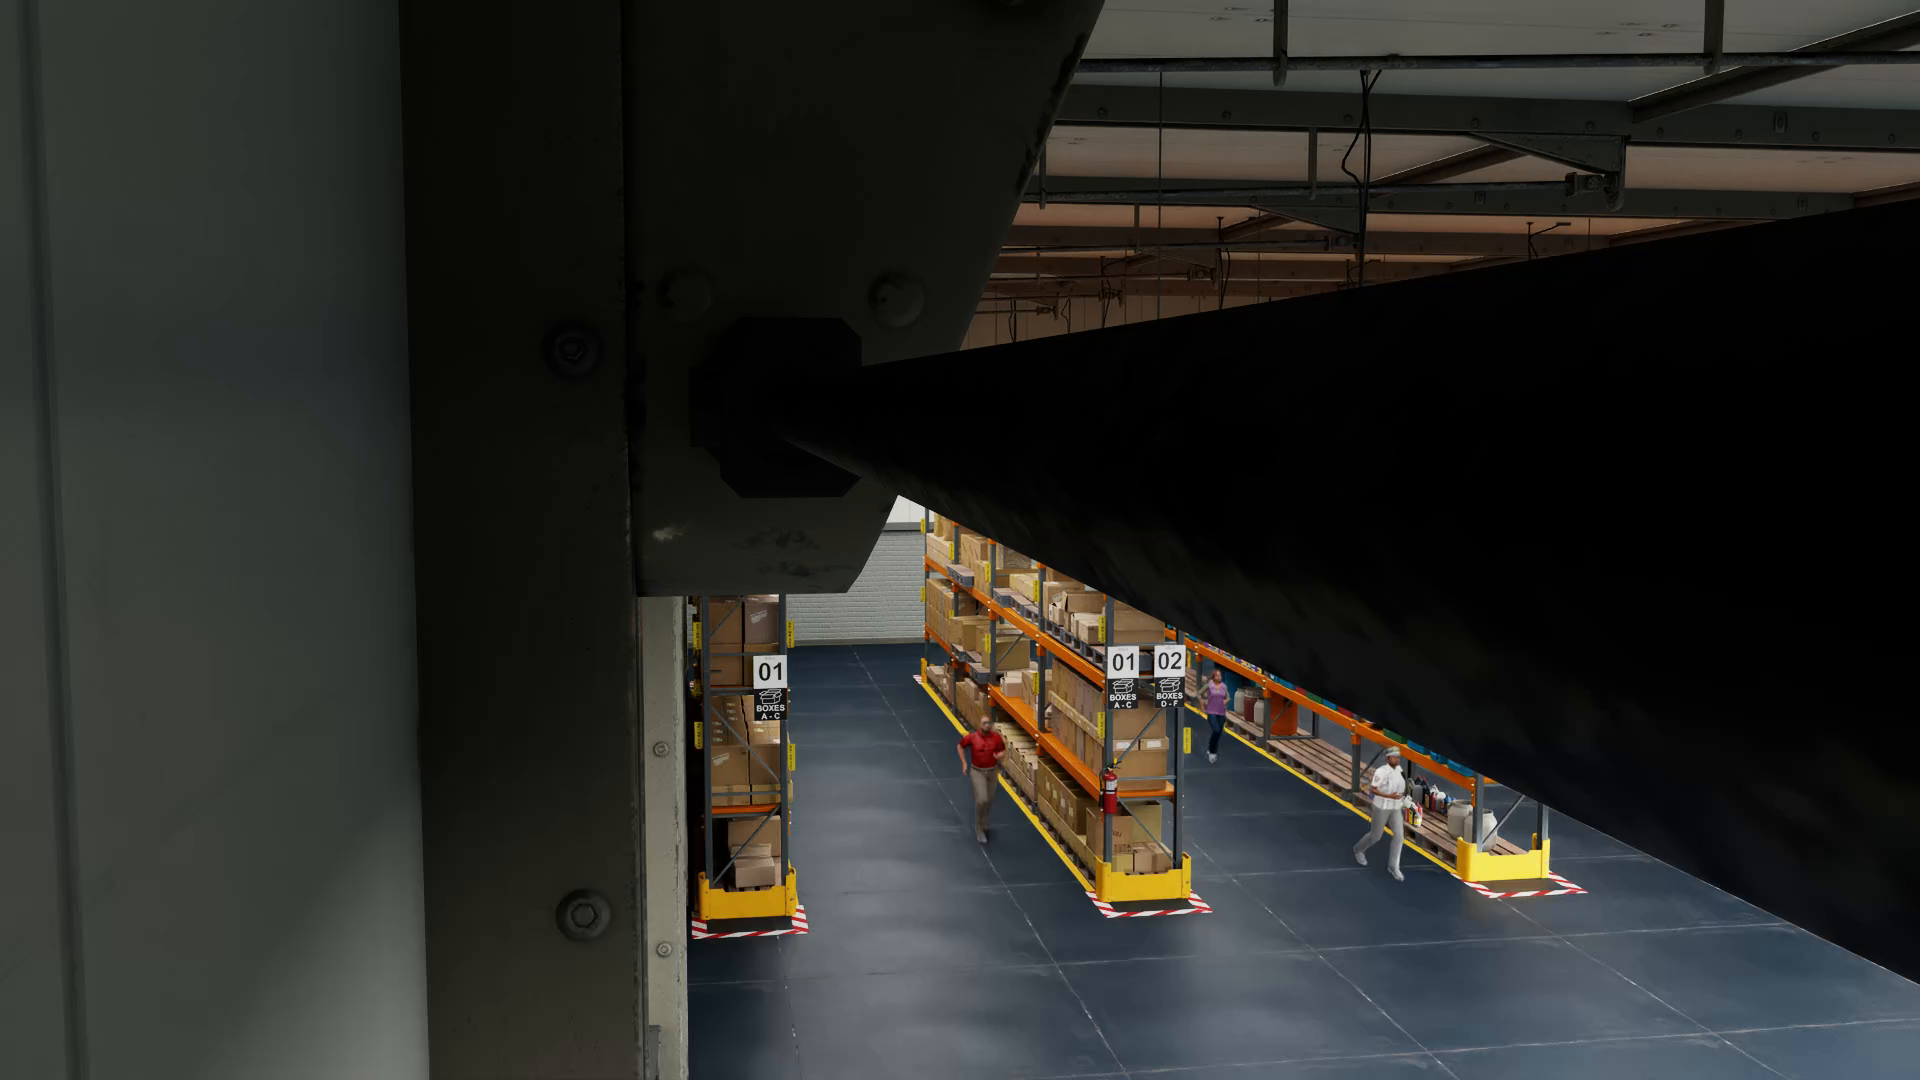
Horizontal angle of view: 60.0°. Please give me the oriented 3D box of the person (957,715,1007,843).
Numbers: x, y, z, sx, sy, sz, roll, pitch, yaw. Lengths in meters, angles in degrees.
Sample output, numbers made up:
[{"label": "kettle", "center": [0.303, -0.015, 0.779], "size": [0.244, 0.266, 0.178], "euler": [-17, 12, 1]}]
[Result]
[{"label": "person", "center": [0.345, 3.392, 23.736], "size": [0.633, 1.800, 0.785], "euler": [-2, 5, -22]}]

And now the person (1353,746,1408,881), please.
[{"label": "person", "center": [5.638, 3.553, 21.998], "size": [0.592, 1.721, 0.869], "euler": [-2, 5, -24]}]

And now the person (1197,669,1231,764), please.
[{"label": "person", "center": [4.393, 3.023, 28.578], "size": [0.503, 1.610, 0.682], "euler": [-2, 5, -17]}]
